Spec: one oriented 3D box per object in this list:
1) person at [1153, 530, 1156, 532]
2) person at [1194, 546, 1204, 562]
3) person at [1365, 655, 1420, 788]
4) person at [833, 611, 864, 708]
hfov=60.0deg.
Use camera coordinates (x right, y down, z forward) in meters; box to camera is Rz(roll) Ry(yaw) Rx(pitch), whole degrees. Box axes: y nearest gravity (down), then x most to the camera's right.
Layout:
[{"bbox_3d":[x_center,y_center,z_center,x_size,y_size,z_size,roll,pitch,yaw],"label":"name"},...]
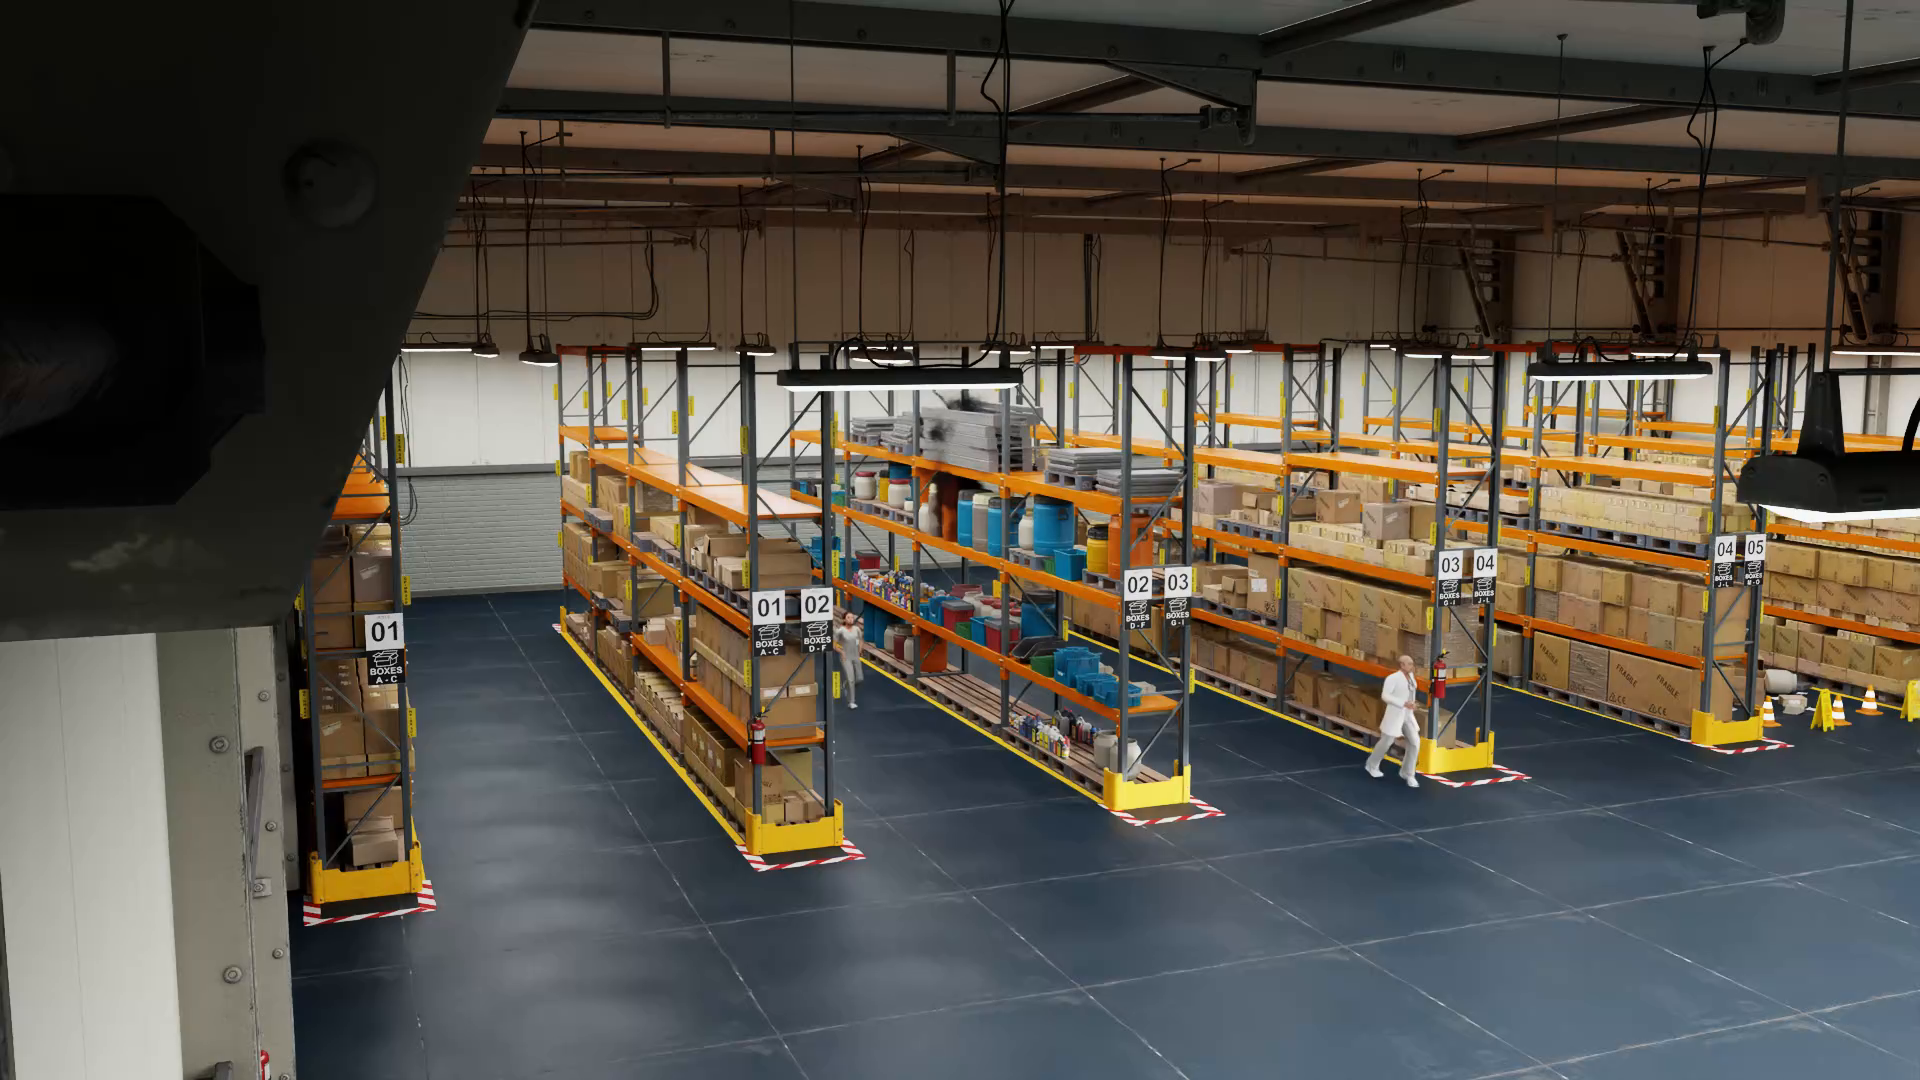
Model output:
[{"bbox_3d":[4.507,0.306,40.864,0.597,1.722,0.720,-5,9,-34],"label":"person"},{"bbox_3d":[5.889,0.153,41.716,0.901,1.752,0.757,0,7,1],"label":"person"},{"bbox_3d":[6.150,2.510,23.278,0.749,1.832,0.832,-5,9,-32],"label":"person"},{"bbox_3d":[-1.865,1.990,27.878,0.563,1.619,0.554,-4,8,-27],"label":"person"}]
